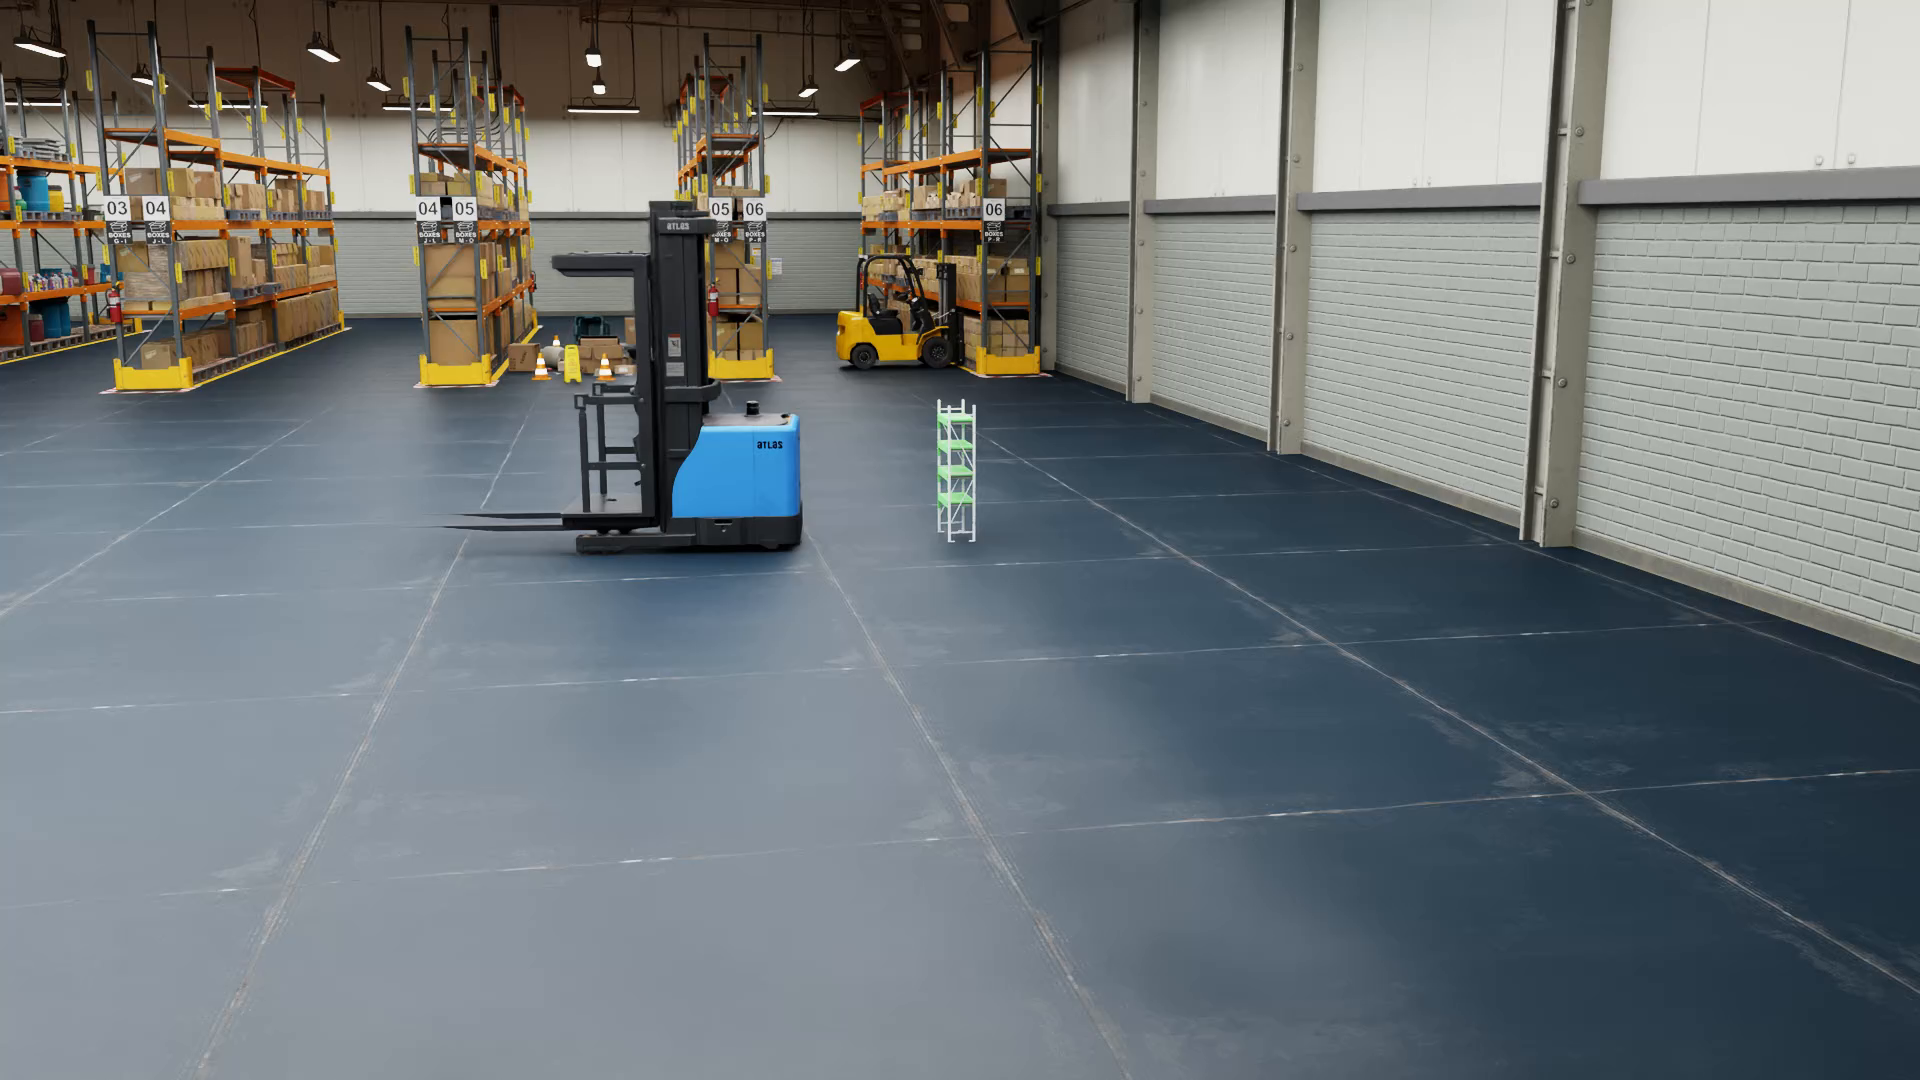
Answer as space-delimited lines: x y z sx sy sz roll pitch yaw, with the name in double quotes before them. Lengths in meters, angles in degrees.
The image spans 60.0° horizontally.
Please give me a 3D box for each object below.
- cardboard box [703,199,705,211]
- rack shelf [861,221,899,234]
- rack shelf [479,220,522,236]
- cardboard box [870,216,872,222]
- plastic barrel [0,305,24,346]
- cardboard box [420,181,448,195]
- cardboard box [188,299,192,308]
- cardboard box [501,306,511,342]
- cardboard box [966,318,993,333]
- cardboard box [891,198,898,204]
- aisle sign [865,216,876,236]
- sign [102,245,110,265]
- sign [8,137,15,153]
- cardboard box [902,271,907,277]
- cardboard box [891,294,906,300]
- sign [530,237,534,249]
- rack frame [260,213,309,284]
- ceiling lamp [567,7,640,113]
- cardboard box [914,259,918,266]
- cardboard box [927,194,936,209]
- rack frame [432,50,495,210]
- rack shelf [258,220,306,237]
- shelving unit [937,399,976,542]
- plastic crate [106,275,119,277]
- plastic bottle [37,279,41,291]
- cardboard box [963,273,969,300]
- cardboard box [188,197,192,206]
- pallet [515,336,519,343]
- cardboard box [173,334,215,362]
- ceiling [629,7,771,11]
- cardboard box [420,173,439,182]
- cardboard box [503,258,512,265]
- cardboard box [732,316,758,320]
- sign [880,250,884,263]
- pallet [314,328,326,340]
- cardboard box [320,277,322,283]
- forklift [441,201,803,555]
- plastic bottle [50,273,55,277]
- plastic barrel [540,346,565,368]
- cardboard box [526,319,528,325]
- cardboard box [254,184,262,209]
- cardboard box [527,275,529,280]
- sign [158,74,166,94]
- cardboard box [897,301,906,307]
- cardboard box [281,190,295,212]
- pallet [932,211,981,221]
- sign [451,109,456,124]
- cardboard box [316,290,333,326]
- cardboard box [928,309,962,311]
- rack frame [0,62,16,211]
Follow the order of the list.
"cardboard box" -4.536 -6.230 30.989 0.500 0.250 0.500 -2 11 -9
"rack shelf" -1.825 -8.282 44.087 1.077 0.370 4.000 -2 11 -11
"rack shelf" -10.751 -7.168 38.237 1.077 0.370 4.000 -2 11 -11
"cardboard box" -2.177 -8.527 44.123 0.380 0.149 0.250 -2 11 -11
"plastic barrel" -20.217 -4.569 35.359 0.600 0.830 0.708 -2 11 -11
"cardboard box" -9.175 -6.095 28.890 0.500 0.250 0.500 -2 11 -10
"cardboard box" -13.645 -4.128 29.033 0.380 0.149 0.250 -2 11 -11
"cardboard box" -10.332 -4.668 36.091 1.050 0.750 0.750 -2 11 -12
"cardboard box" 0.397 -4.107 31.809 0.500 0.250 0.500 -2 11 -10
"cardboard box" -1.451 -8.195 40.195 0.380 0.149 0.250 -2 11 -11
"aisle sign" -2.515 -8.807 45.994 0.394 0.787 0.004 -2 11 -11
"sign" -14.239 -4.760 27.740 0.100 0.325 0.005 -2 11 -11
"sign" -19.567 -8.149 34.308 0.100 0.325 0.005 -2 11 -11
"cardboard box" -1.162 -6.250 39.062 0.380 0.149 0.250 -2 11 -10
"cardboard box" -1.530 -6.116 41.841 0.380 0.149 0.250 -3 11 -14
"sign" -11.370 -7.889 44.181 0.100 0.325 0.005 -2 11 -11
"rack frame" -16.025 -6.253 39.528 1.000 3.000 0.127 -2 11 -11
"ceiling lamp" -9.982 -13.566 46.292 2.000 3.185 0.800 -2 11 -11
"cardboard box" -0.832 -6.311 37.828 0.380 0.149 0.250 -2 11 -10
"cardboard box" -0.409 -7.277 35.734 0.500 0.311 0.500 -3 11 -13
"rack frame" -9.584 -7.895 32.108 1.000 3.000 0.127 -2 11 -11
"rack shelf" -15.636 -7.006 37.387 1.077 0.370 4.000 -2 11 -11
"shelving unit" -0.032 -0.620 14.744 0.258 1.200 0.503 -2 11 -11
"plastic crate" -21.325 -6.564 41.704 0.396 0.136 0.243 -2 11 -11
"plastic bottle" -20.029 -5.541 36.131 0.097 0.271 0.097 0 11 0
"cardboard box" 0.353 -4.913 32.220 0.500 0.500 0.500 -2 11 -12
"cardboard box" -13.737 -5.947 29.230 0.380 0.149 0.250 -3 11 -14
"pallet" -10.512 -4.455 37.537 1.003 0.211 1.213 -2 11 -11
"cardboard box" -14.311 -3.585 31.070 0.500 0.500 0.500 1 11 7
"ceiling" -8.049 -15.194 46.389 6.000 0.001 6.000 -2 11 -11
"cardboard box" -9.204 -6.261 28.694 0.380 0.149 0.250 -2 11 -10
"cardboard box" -10.564 -6.435 38.442 0.380 0.149 0.250 -2 11 -12
"cardboard box" -4.169 -4.085 32.360 0.500 0.500 0.500 -2 11 -8
"sign" -1.967 -7.199 42.181 0.100 0.325 0.005 -2 11 -11
"pallet" -16.096 -5.026 40.536 1.003 0.211 1.213 -2 11 -11
"cardboard box" -16.009 -6.434 41.149 0.380 0.149 0.250 -2 11 -10
"forklift" -2.911 -1.416 14.298 3.031 2.935 1.130 -1 11 -4
"plastic bottle" -20.489 -5.853 37.557 0.144 0.351 0.185 -2 11 -11
"plastic barrel" -7.859 -3.530 32.110 0.512 0.421 0.421 6 12 28
"cardboard box" -11.188 -5.536 42.260 0.380 0.149 0.250 -2 11 -13
"cardboard box" -14.798 -7.116 34.433 0.500 0.500 0.500 -2 11 -11
"cardboard box" -11.430 -6.837 43.269 0.380 0.149 0.250 -2 11 -9
"sign" -13.159 -7.517 27.412 0.100 0.325 0.005 -2 11 -11
"cardboard box" -1.358 -5.825 41.104 0.380 0.149 0.250 -2 11 -11
"cardboard box" -15.902 -7.876 38.642 0.700 0.500 0.500 -2 11 -10
"pallet" -0.064 -6.868 35.249 0.805 0.209 1.217 -3 11 -13
"sign" -10.892 -9.105 35.755 0.100 0.325 0.005 -2 11 -11
"cardboard box" -16.423 -5.868 42.063 0.875 0.875 0.875 -2 11 -11
"cardboard box" -0.415 -4.866 37.470 0.875 0.625 0.625 -2 11 -9
"rack frame" -20.105 -8.286 34.166 1.000 3.000 0.127 -2 11 -11
